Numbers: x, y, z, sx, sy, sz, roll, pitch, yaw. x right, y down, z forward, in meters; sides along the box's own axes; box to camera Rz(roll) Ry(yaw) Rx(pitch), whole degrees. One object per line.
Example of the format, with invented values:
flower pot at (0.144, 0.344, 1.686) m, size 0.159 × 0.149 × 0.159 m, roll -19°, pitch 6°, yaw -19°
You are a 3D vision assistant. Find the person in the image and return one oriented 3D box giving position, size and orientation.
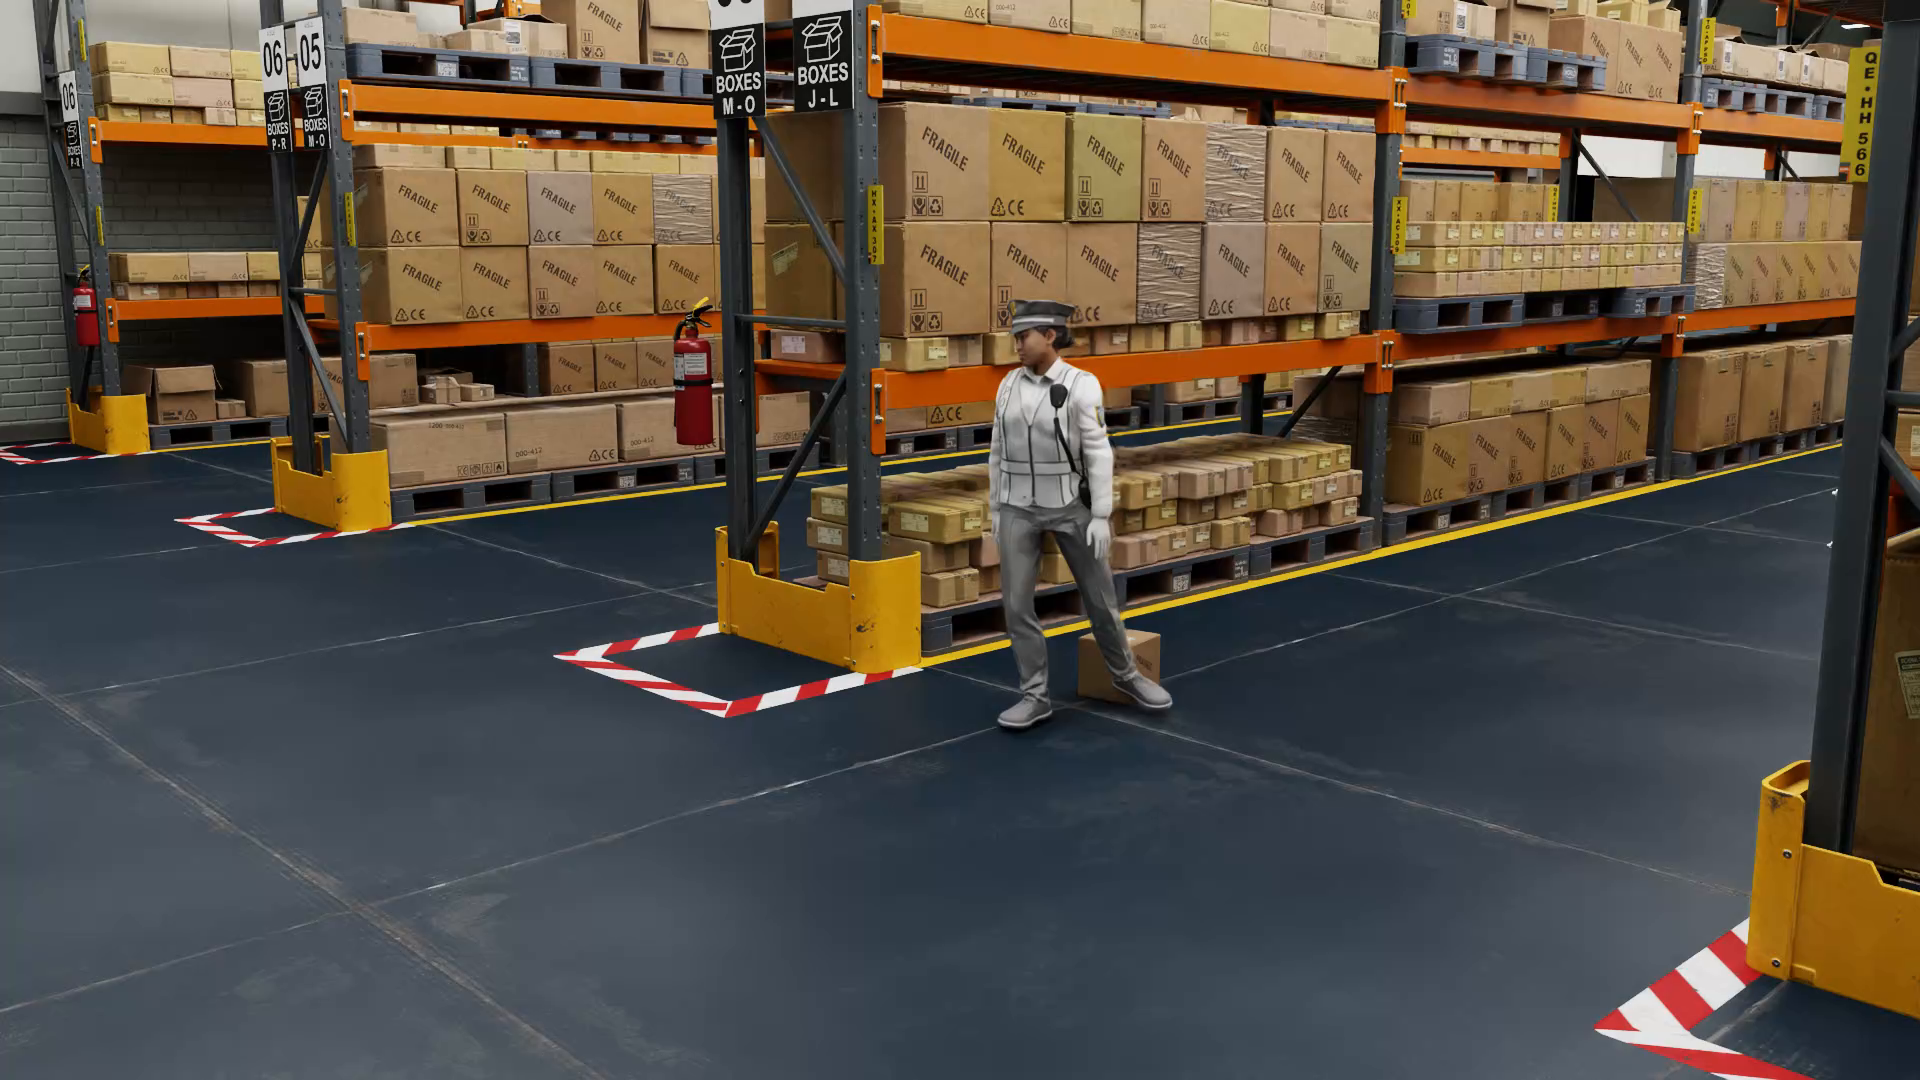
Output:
person at (0.453, -0.106, 6.469) m, size 0.727 × 1.654 × 0.547 m, roll 4°, pitch 11°, yaw 21°
